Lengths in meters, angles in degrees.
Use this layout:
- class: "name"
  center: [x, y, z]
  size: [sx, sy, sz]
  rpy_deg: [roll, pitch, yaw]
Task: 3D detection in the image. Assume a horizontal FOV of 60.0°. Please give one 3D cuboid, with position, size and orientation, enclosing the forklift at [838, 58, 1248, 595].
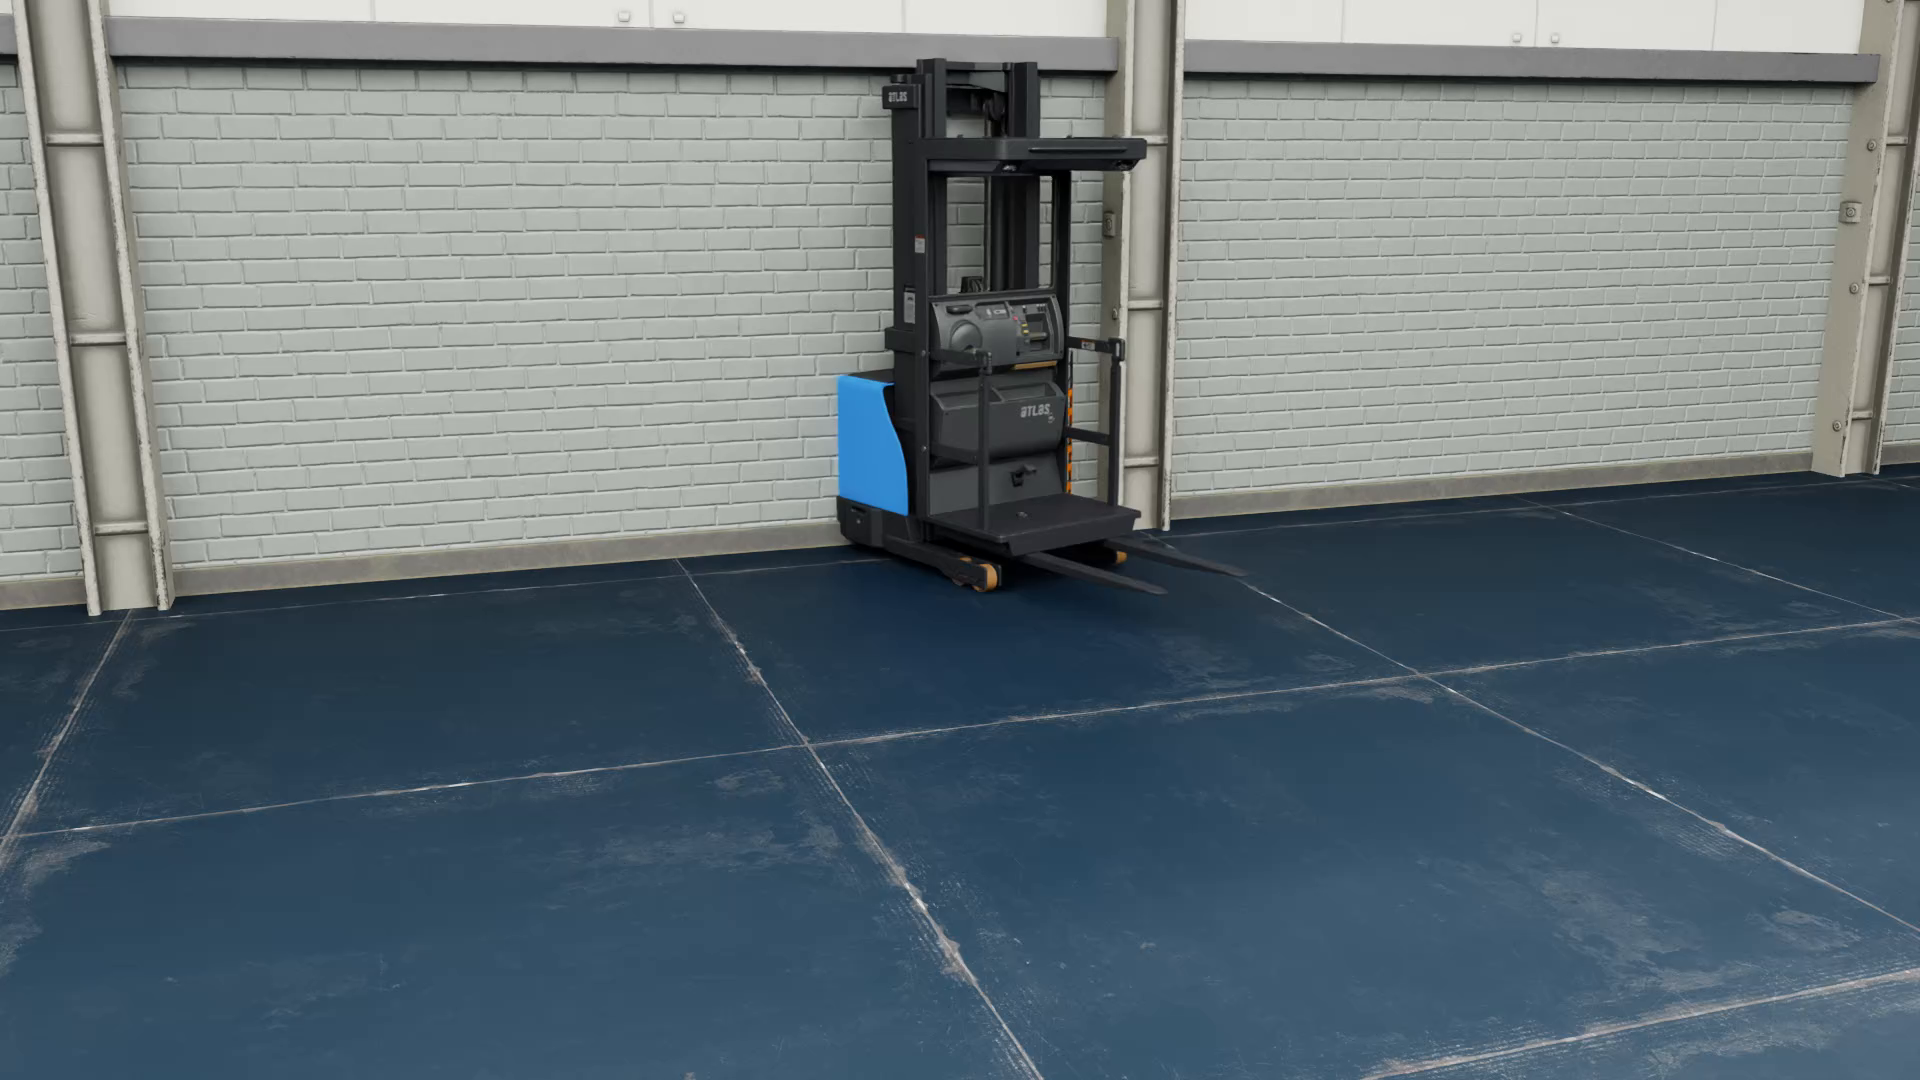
- class: "forklift"
  center: [0.360, -1.257, 9.593]
  size: [1.130, 2.935, 3.031]
  rpy_deg: [-10, 17, -36]

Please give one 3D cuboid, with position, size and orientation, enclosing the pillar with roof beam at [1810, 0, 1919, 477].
- class: "pillar with roof beam"
  center: [8.204, -3.960, 7.847]
  size: [0.400, 9.000, 9.100]
  rpy_deg: [-4, 14, -18]

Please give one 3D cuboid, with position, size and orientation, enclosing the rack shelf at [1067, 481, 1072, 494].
- class: "rack shelf"
  center: [0.563, -0.333, 10.680]
  size: [0.180, 0.103, 0.258]
  rpy_deg: [-12, 18, -41]

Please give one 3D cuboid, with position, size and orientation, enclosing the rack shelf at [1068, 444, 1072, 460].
- class: "rack shelf"
  center: [0.563, -0.567, 10.624]
  size: [0.180, 0.103, 0.258]
  rpy_deg: [-12, 18, -41]

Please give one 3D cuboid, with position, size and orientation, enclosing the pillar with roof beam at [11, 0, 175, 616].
- class: "pillar with roof beam"
  center: [-3.170, -3.075, 4.123]
  size: [0.400, 9.000, 9.100]
  rpy_deg: [-4, 14, -18]

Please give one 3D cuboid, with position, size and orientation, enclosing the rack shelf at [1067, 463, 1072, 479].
- class: "rack shelf"
  center: [0.563, -0.450, 10.652]
  size: [0.180, 0.103, 0.258]
  rpy_deg: [-12, 18, -41]

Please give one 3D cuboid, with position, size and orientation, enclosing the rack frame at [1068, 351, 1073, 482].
- class: "rack frame"
  center: [0.630, -0.624, 10.674]
  size: [0.006, 1.200, 0.240]
  rpy_deg: [-12, 18, -41]

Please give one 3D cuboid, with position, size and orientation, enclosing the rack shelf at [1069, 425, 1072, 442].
- class: "rack shelf"
  center: [0.563, -0.683, 10.597]
  size: [0.180, 0.103, 0.258]
  rpy_deg: [-12, 18, -41]

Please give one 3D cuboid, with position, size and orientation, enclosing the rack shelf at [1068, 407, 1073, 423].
- class: "rack shelf"
  center: [0.563, -0.800, 10.569]
  size: [0.180, 0.103, 0.258]
  rpy_deg: [-12, 18, -41]

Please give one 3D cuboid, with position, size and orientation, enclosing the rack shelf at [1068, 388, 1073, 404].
- class: "rack shelf"
  center: [0.563, -0.917, 10.541]
  size: [0.180, 0.103, 0.258]
  rpy_deg: [-12, 18, -41]

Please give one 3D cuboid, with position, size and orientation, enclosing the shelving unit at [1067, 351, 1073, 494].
- class: "shelving unit"
  center: [0.563, -0.610, 10.614]
  size: [0.189, 1.200, 0.258]
  rpy_deg: [-12, 18, -41]

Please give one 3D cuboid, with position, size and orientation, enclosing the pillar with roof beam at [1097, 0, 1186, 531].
- class: "pillar with roof beam"
  center: [2.517, -3.518, 5.985]
  size: [0.400, 9.000, 9.100]
  rpy_deg: [-4, 14, -18]
